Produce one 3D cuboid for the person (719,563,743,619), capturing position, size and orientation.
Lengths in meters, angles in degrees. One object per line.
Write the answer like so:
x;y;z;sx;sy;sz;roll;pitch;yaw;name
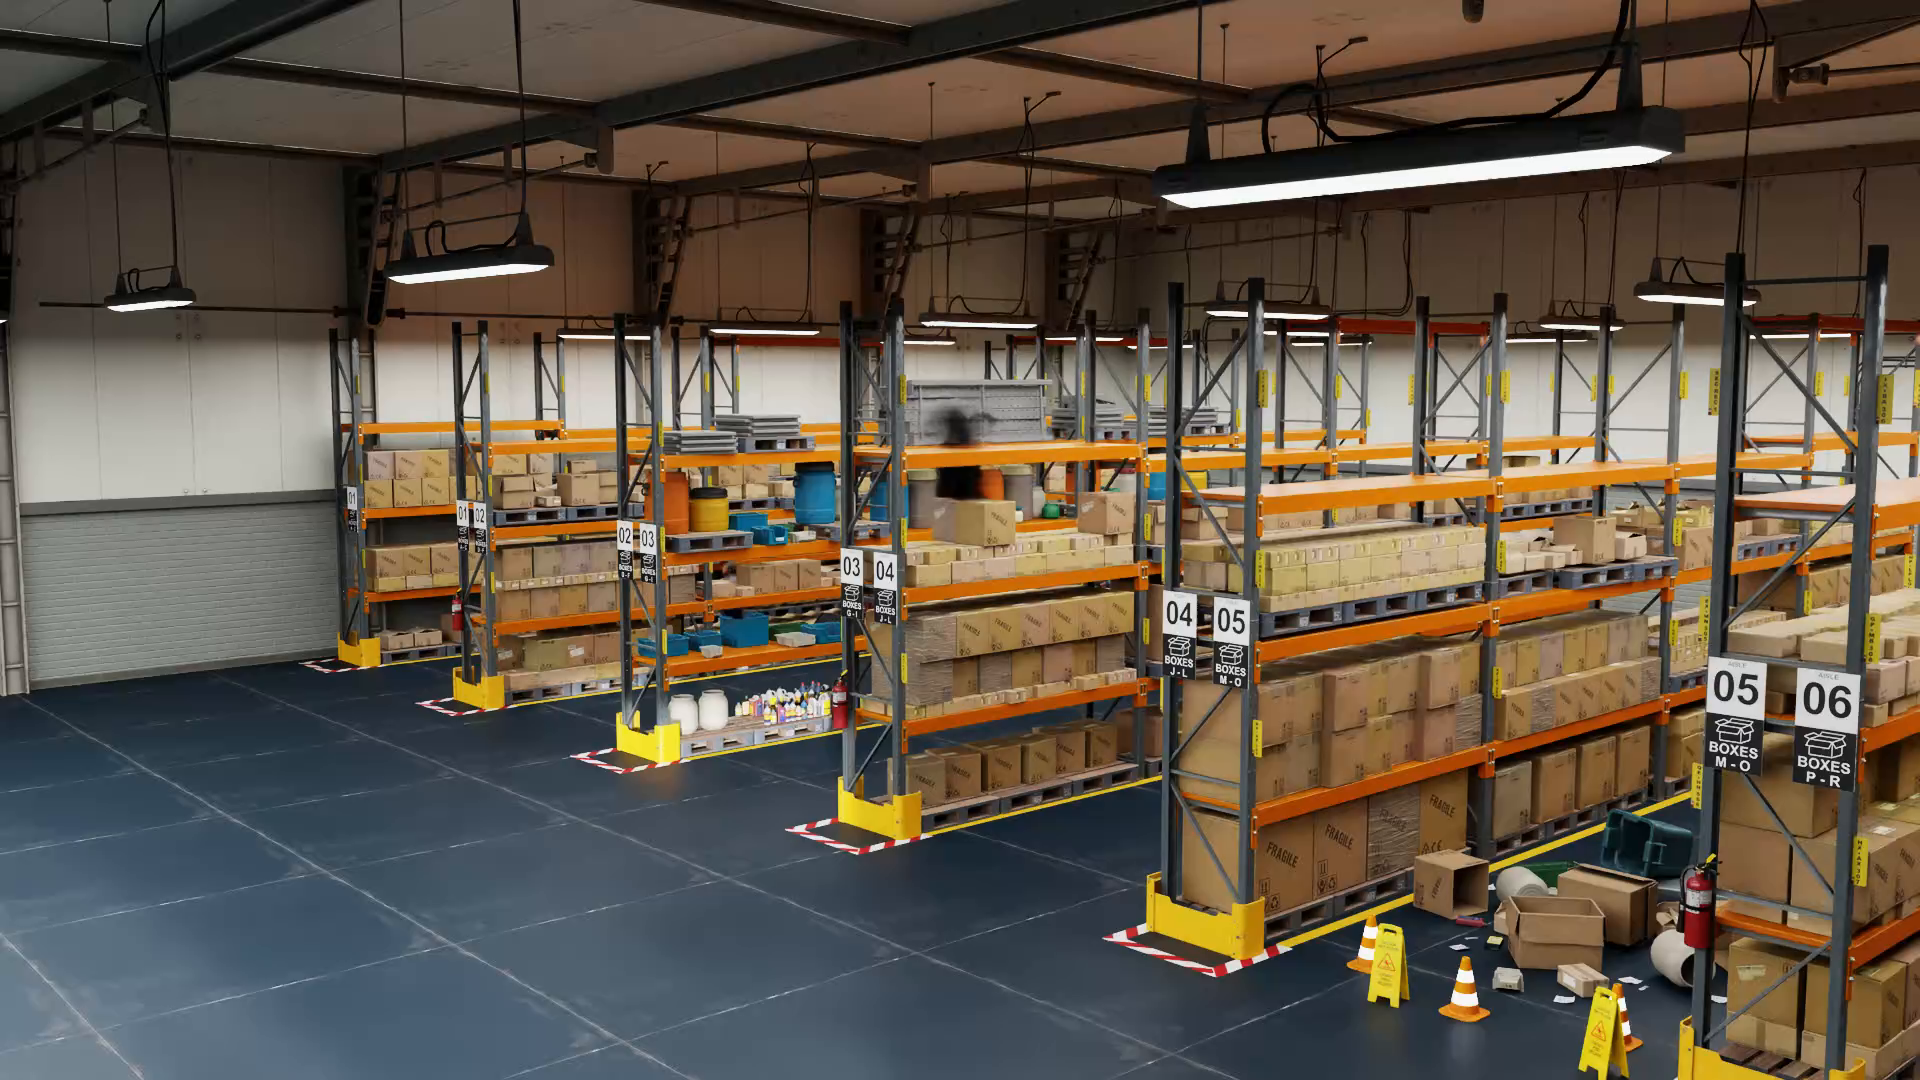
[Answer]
-4.217;1.278;31.304;0.721;1.715;0.612;-4;7;-34;person
